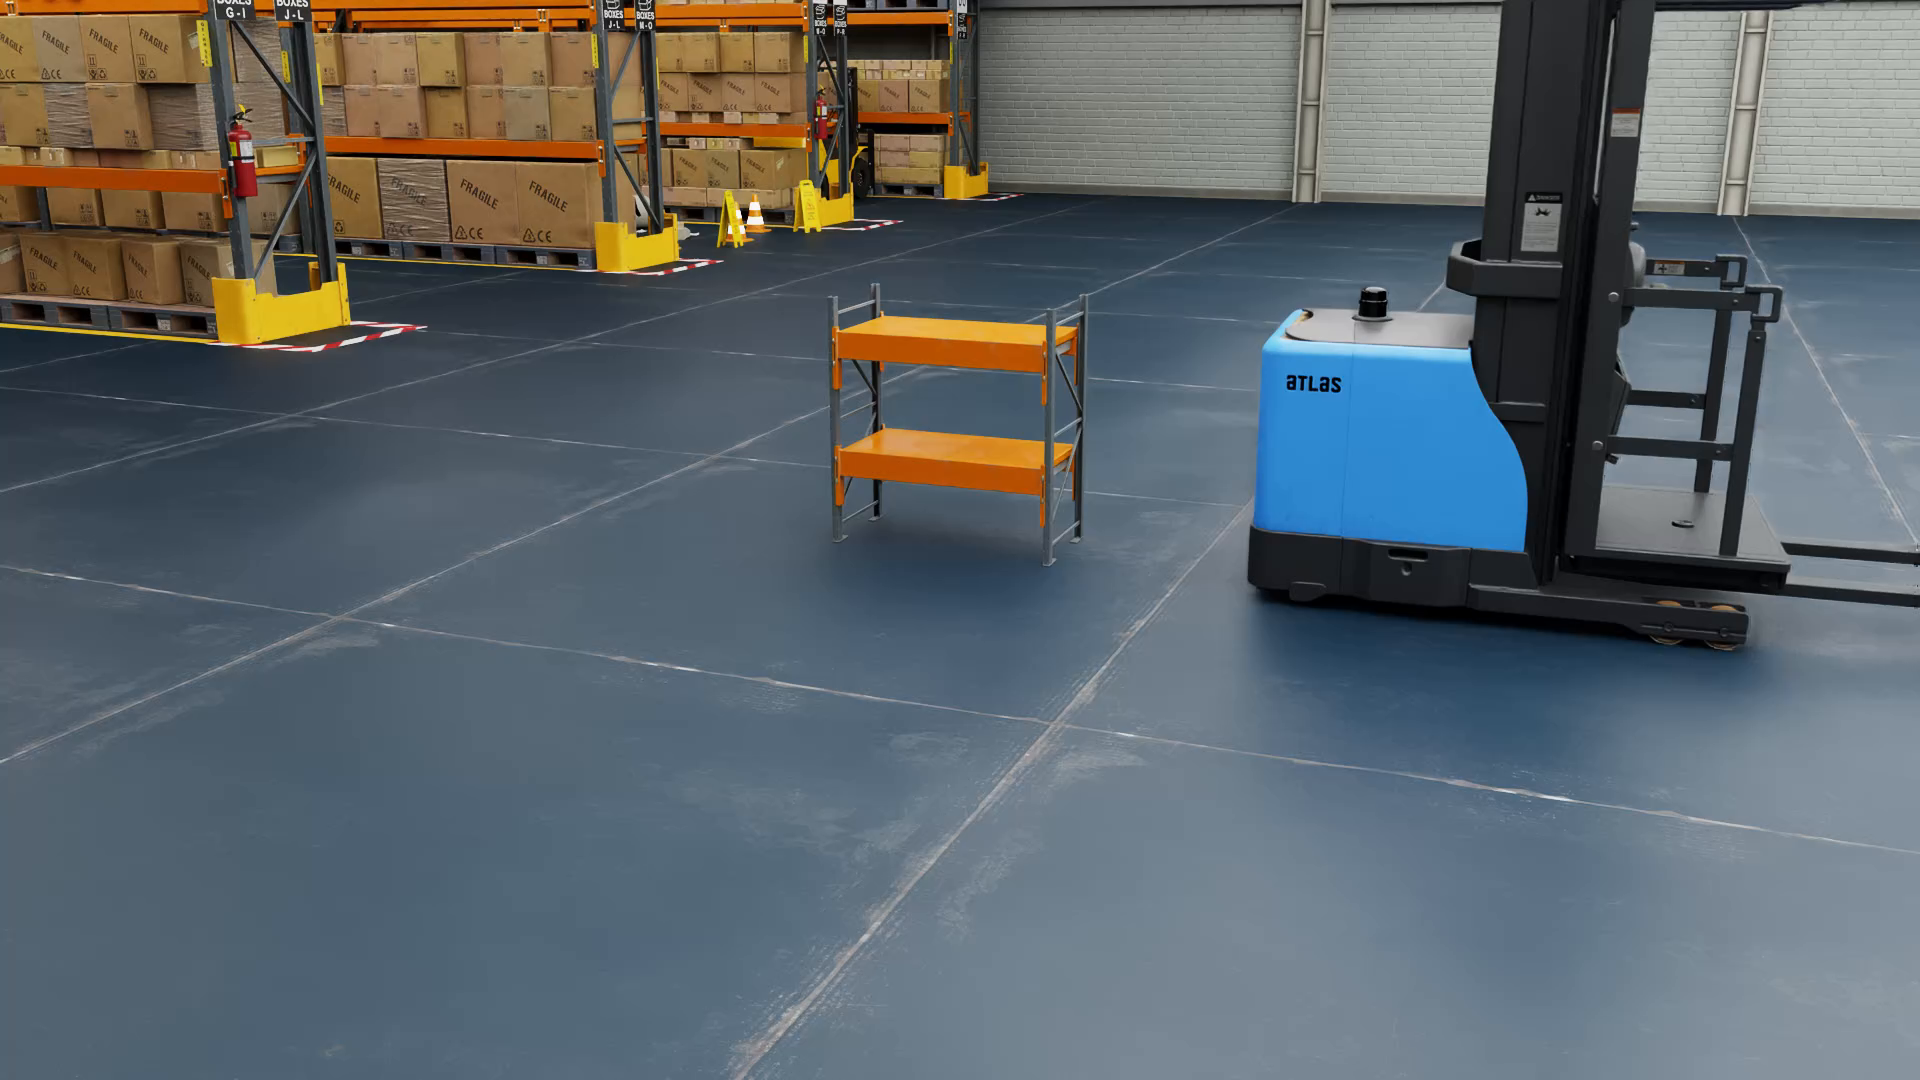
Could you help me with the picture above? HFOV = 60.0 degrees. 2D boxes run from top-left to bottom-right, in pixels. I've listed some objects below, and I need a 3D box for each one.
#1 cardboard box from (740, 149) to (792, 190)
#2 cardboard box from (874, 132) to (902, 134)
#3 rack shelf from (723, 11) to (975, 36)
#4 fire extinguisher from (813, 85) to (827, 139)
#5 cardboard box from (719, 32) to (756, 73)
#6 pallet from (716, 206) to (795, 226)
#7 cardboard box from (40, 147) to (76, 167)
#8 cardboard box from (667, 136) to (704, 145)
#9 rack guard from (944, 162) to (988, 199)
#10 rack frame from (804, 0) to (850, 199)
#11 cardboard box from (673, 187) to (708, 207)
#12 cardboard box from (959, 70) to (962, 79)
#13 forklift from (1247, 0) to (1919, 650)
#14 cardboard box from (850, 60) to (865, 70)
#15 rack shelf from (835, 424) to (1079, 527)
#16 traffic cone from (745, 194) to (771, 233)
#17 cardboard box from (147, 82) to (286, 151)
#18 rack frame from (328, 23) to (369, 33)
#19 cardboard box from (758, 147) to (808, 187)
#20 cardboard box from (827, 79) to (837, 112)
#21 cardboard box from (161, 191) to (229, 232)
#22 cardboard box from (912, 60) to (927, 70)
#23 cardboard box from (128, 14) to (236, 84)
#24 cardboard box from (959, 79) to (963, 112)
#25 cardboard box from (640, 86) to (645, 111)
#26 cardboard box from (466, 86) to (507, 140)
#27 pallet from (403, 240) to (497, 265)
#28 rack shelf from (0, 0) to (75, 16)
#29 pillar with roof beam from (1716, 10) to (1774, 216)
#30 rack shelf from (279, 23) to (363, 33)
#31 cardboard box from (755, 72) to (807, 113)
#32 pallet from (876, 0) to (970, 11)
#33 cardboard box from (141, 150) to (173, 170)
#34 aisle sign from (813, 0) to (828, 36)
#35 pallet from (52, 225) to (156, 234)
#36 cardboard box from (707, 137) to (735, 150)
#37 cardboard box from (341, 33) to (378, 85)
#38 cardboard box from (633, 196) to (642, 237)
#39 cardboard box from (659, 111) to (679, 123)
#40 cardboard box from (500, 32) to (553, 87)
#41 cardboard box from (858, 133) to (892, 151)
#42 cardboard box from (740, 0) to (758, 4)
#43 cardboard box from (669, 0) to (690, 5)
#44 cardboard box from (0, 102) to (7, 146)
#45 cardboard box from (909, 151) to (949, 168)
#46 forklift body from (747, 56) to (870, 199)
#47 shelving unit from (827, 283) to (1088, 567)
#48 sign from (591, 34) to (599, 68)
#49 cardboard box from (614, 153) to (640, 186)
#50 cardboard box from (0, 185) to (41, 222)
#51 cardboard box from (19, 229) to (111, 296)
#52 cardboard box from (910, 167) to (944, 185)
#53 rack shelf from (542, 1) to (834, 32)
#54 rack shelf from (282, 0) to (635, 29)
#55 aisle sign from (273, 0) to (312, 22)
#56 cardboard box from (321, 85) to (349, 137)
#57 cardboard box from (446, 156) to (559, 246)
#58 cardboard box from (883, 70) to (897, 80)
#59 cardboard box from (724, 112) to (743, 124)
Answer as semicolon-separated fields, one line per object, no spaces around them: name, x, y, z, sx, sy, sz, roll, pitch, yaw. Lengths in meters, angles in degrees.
cardboard box;-2.579;-4.938;22.135;0.500;0.500;0.500;6;17;21
cardboard box;-1.226;-6.533;27.184;0.500;0.250;0.500;6;17;20
rack shelf;-1.781;-8.269;26.688;4.000;0.370;1.077;6;17;21
fire extinguisher;-1.801;-5.514;21.424;0.183;0.674;0.296;6;17;21
cardboard box;-2.762;-6.402;21.841;0.500;0.500;0.700;6;17;21
pallet;-2.552;-4.443;22.599;1.213;0.211;1.003;6;17;21
cardboard box;-7.149;-3.093;13.398;0.250;0.149;0.380;6;17;21
cardboard box;-4.850;-6.572;28.438;0.625;0.625;0.875;6;17;20
rack guard;0.102;-5.767;26.642;0.348;0.500;1.175;6;17;21
rack frame;-1.738;-5.682;21.866;0.127;3.000;1.000;6;17;21
cardboard box;-3.557;-4.683;22.604;0.500;0.250;0.500;6;17;19
cardboard box;-0.141;-7.431;26.548;0.250;0.149;0.380;6;17;19
forklift;2.757;-1.159;6.410;3.031;2.935;1.130;5;17;17
cardboard box;-1.555;-7.559;26.454;0.250;0.149;0.380;7;17;22
rack shelf;-0.006;-0.306;7.587;1.000;0.278;0.538;6;17;21
traffic cone;-2.612;-4.173;21.218;0.334;0.463;0.336;6;17;21
cardboard box;-5.876;-3.366;13.175;0.500;0.500;0.875;6;17;21
rack frame;-11.084;-8.197;30.530;0.127;3.000;1.000;6;17;21
cardboard box;-2.410;-5.080;22.625;0.500;0.500;0.500;6;17;19
cardboard box;-1.902;-7.156;26.765;0.500;0.500;0.500;6;17;21
cardboard box;-8.688;-4.058;19.554;0.750;0.750;1.050;6;17;21
cardboard box;-0.572;-7.471;26.153;0.250;0.149;0.380;6;17;21
cardboard box;-5.977;-3.775;12.791;0.500;0.500;0.500;6;17;21
cardboard box;-0.280;-7.140;26.710;0.500;0.500;0.500;7;18;22
cardboard box;-4.215;-6.065;22.471;0.500;0.500;0.500;6;17;20
cardboard box;-4.817;-4.627;17.961;0.550;0.550;0.875;6;17;21
pallet;-5.364;-3.235;18.440;1.213;0.211;1.003;6;17;21
rack shelf;-12.763;-6.506;20.614;4.000;0.370;1.077;6;17;21
pillar with roof beam;9.346;-7.812;18.441;0.400;9.000;9.100;6;17;21
rack shelf;-12.944;-9.497;30.917;4.000;0.370;1.077;6;17;21
cardboard box;-2.344;-5.857;21.755;0.500;0.500;0.500;6;17;20
pallet;-0.569;-8.447;26.168;1.213;0.211;1.003;6;17;21
cardboard box;-6.199;-3.005;13.094;0.250;0.149;0.380;6;17;21
aisle sign;-1.787;-6.849;21.222;0.004;0.787;0.394;6;17;21
pallet;-10.197;-3.767;20.271;1.213;0.211;1.003;6;17;21
cardboard box;-3.178;-5.296;22.206;0.250;0.149;0.380;7;17;22
cardboard box;-6.297;-5.315;18.395;0.550;0.550;0.875;6;17;21
cardboard box;-4.301;-4.006;20.571;0.637;0.503;0.797;-5;17;-18
cardboard box;-3.853;-5.703;22.390;0.250;0.149;0.380;6;17;20
cardboard box;-4.337;-5.059;17.513;0.550;0.550;0.875;6;17;21
cardboard box;-1.414;-6.397;26.714;0.500;0.250;0.500;7;17;21
cardboard box;-2.651;-7.019;21.541;0.250;0.149;0.380;7;18;22
cardboard box;-3.618;-7.111;21.860;0.250;0.149;0.380;6;17;20
cardboard box;-7.745;-3.565;13.859;0.500;0.500;0.875;6;17;21
cardboard box;-0.488;-6.060;26.449;0.500;0.250;0.500;6;17;20
forklift body;-2.354;-6.283;25.458;1.214;2.155;2.313;6;17;21
shelving unit;-0.006;-0.541;7.519;1.048;1.125;0.538;6;17;21
sign;-3.673;-4.918;16.734;0.005;0.325;0.100;6;17;21
cardboard box;-4.507;-5.150;22.868;0.500;0.500;0.500;7;18;23
cardboard box;-11.611;-4.207;20.515;0.500;0.500;0.500;6;17;20
cardboard box;-7.596;-2.371;14.192;0.500;0.500;0.500;5;17;16
cardboard box;-0.474;-5.817;26.510;0.500;0.250;0.500;6;17;21
rack shelf;-3.599;-6.982;22.253;4.000;0.370;1.077;6;17;21
rack shelf;-5.321;-5.688;17.795;4.000;0.370;1.077;6;17;21
aisle sign;-5.207;-4.432;12.896;0.004;0.787;0.394;6;17;21
cardboard box;-6.834;-4.834;18.677;0.550;0.550;0.875;6;17;21
cardboard box;-4.935;-3.711;18.134;0.875;0.875;0.875;6;17;20
cardboard box;-1.040;-7.381;26.376;0.250;0.149;0.380;6;17;20
cardboard box;-2.922;-5.592;22.005;0.250;0.149;0.380;7;17;22
